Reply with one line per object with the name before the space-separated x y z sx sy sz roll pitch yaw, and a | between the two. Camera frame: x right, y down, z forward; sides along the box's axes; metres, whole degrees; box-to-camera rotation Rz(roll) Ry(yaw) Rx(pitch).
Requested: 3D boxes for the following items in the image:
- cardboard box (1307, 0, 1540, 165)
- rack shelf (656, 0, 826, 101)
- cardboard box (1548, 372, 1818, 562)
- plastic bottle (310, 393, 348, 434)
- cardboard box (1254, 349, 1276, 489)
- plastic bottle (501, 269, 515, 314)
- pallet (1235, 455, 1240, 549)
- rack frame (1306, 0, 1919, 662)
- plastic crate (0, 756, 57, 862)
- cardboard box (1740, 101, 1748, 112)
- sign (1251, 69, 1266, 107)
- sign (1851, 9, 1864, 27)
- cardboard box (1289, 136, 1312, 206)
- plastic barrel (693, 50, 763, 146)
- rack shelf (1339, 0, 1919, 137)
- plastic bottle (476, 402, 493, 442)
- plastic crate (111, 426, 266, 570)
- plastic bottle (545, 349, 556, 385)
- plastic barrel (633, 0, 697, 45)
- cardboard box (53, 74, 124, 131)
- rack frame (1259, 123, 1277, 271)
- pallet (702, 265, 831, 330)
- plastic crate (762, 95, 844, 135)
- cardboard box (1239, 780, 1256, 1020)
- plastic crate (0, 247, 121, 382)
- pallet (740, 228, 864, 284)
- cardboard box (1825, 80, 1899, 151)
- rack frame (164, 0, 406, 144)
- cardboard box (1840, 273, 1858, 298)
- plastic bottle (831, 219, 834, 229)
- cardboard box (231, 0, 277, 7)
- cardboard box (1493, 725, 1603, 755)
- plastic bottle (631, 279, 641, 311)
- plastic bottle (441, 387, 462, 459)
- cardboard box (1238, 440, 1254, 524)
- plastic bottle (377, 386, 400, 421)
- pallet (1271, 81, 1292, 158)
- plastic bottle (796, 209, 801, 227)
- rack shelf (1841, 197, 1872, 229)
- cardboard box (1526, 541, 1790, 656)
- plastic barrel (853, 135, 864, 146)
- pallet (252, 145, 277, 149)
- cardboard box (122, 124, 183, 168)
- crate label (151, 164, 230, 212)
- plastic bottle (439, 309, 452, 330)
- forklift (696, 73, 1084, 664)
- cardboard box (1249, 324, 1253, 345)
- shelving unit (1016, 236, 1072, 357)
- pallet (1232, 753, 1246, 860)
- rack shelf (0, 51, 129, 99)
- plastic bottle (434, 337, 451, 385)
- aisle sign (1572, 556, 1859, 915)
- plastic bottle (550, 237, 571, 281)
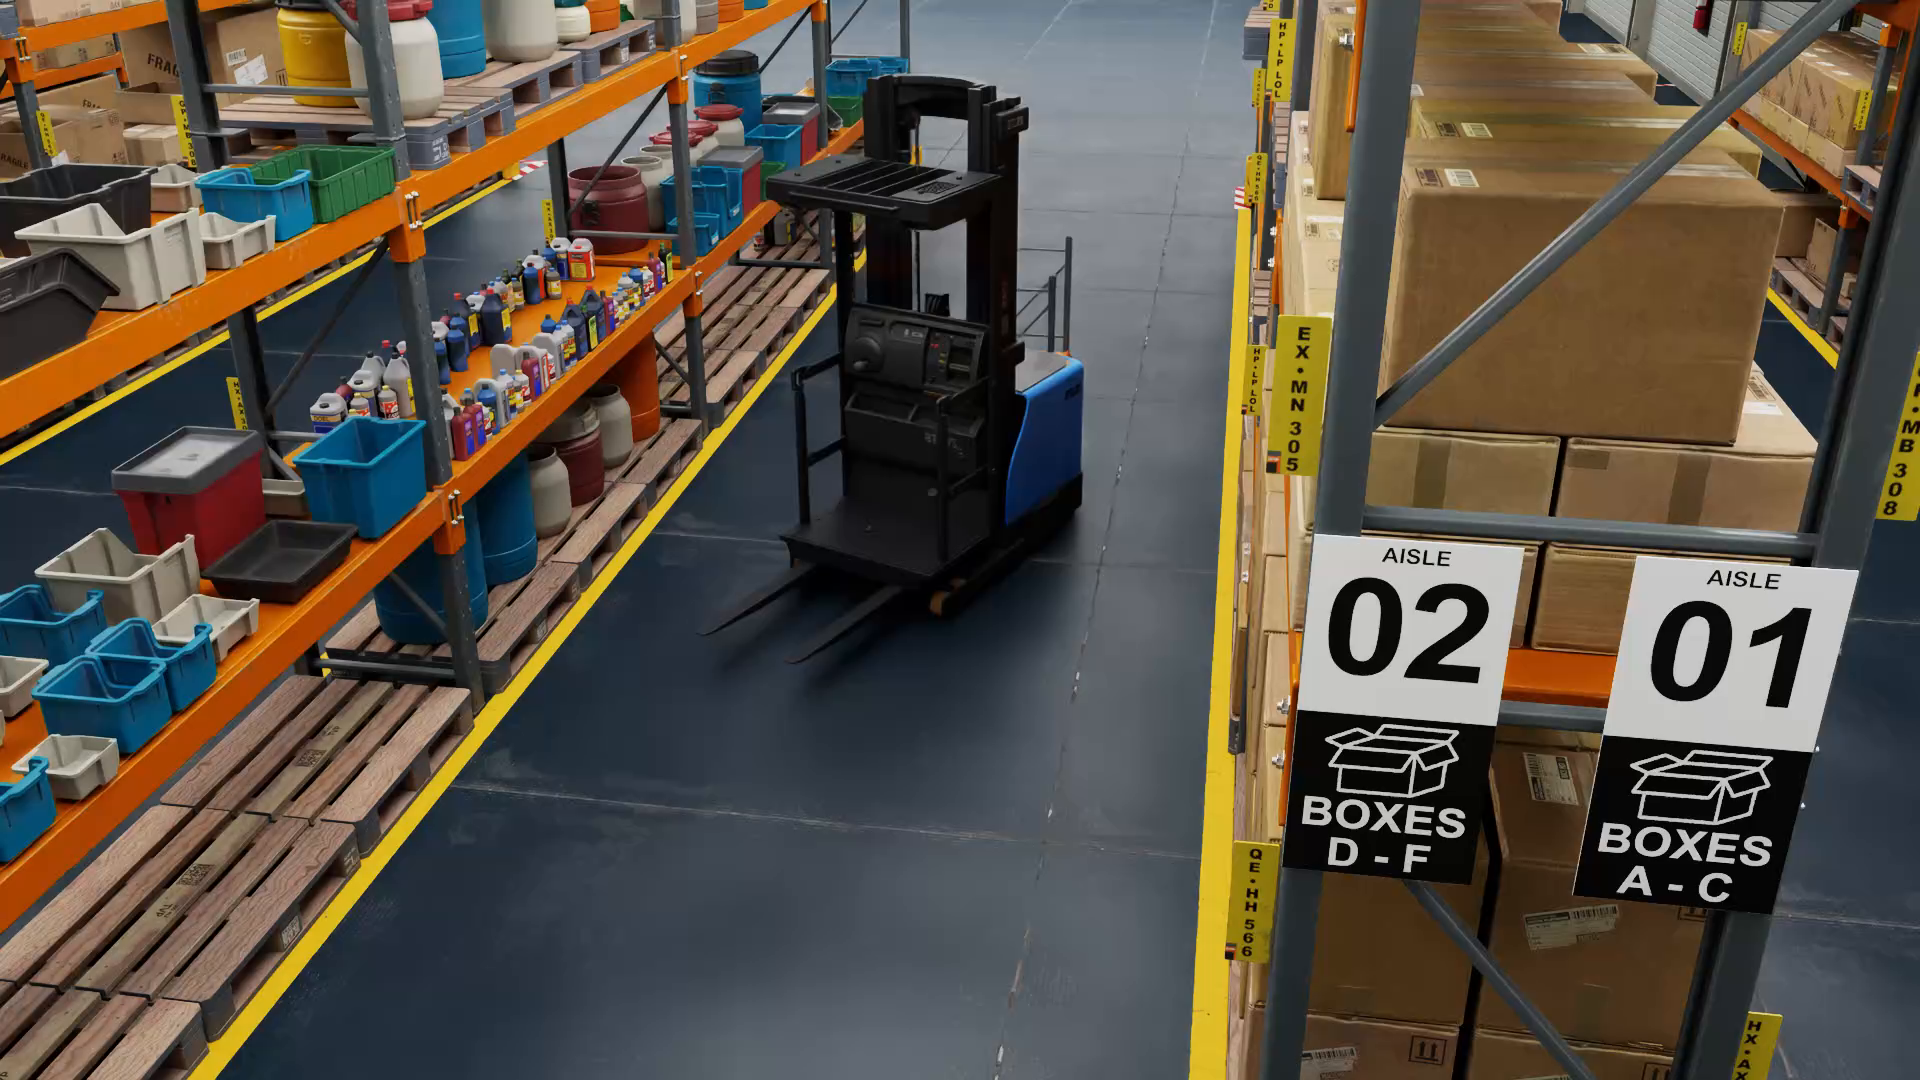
cardboard box | 1.589 -1.595 5.783 0.700 0.500 0.500 4 25 9
rack shelf | -2.053 -4.030 13.132 1.077 0.370 4.000 4 25 9
cardboard box | 1.539 -0.184 3.654 0.500 0.250 0.500 4 25 9
plastic bottle | -3.288 -0.619 8.681 0.152 0.276 0.135 4 25 9
cardboard box | 1.498 -0.464 6.905 0.500 0.500 0.500 5 25 10
plastic bottle | -2.950 -1.607 10.782 0.061 0.283 0.133 4 25 9
pallet | 2.347 -0.244 11.022 1.003 0.211 1.213 4 25 9
rack frame | 1.199 -1.187 2.672 1.000 3.000 0.127 4 25 9
plastic crate | -3.215 0.878 5.463 0.416 0.233 0.300 4 25 9
cardboard box | 8.308 -4.580 17.149 0.500 0.250 0.500 3 25 7
sign | 2.612 -3.955 14.546 0.100 0.325 0.005 4 25 9
sign | 9.245 -5.441 17.098 0.100 0.325 0.005 4 25 9
cardboard box | 1.448 -1.265 5.963 0.500 0.250 0.500 4 25 9
plastic barrel | -2.088 -3.920 14.996 0.600 0.901 0.708 4 25 9
rack shelf | 1.525 -1.697 4.612 1.077 0.370 4.000 4 25 9
plastic bottle | -2.530 -0.627 8.786 0.097 0.201 0.097 0 25 0
plastic crate | -3.427 -0.188 7.467 0.402 0.464 0.583 4 25 9
plastic bottle | -2.385 -0.999 9.581 0.097 0.201 0.097 0 25 0
plastic barrel | -2.027 -3.679 11.401 0.421 0.512 0.421 0 25 0
cardboard box | -10.881 -5.176 20.280 0.875 0.875 0.875 4 25 9
rack frame | 2.506 -1.816 11.092 1.000 3.000 0.127 4 25 9
pallet | -1.816 -2.240 15.286 1.003 0.211 1.213 4 25 9
plastic crate | -1.515 -4.016 15.865 0.767 0.338 0.504 4 25 9
cardboard box | 1.085 1.061 4.827 0.500 0.500 0.500 4 25 9
plastic crate | -3.167 -0.765 5.382 0.504 0.338 0.767 4 25 9
pallet | -1.576 -2.849 16.588 1.003 0.211 1.213 4 25 9
cardboard box | 7.820 -3.647 14.273 0.500 0.500 0.500 4 25 8
rack frame | -3.034 -3.205 6.983 1.000 3.000 0.127 4 25 9
cardboard box | 8.105 -2.289 14.926 0.380 0.166 0.250 1 25 2
plastic bottle | -1.216 -3.040 16.399 0.152 0.276 0.135 5 26 10
cardboard box | -6.811 -5.017 16.282 0.500 0.500 0.500 4 25 9
cardboard box | 1.609 0.645 4.536 0.500 0.500 0.500 4 25 9
plastic bottle | -2.148 -1.607 10.878 0.097 0.201 0.097 0 25 0
plastic bottle | -2.650 -0.607 8.567 0.144 0.351 0.185 4 25 9
cardboard box | 1.983 -0.284 10.248 0.500 0.500 0.500 4 25 8
plastic bottle | -3.103 -0.737 9.021 0.097 0.201 0.097 0 25 0
pallet | 2.195 -2.119 8.421 1.213 0.211 1.003 4 25 9
plastic bottle | -1.686 -3.368 17.093 0.061 0.283 0.133 4 25 9
rack shelf | 7.721 -1.985 12.302 1.077 0.370 4.000 4 25 9
cardboard box | 1.533 0.042 3.761 0.500 0.250 0.500 4 25 9
plastic barrel | -1.105 -4.290 18.816 0.421 0.512 0.421 0 25 0
pallet | -6.881 -3.781 15.515 1.003 0.211 1.213 4 25 9
cardboard box | -6.766 -3.311 13.968 0.500 0.250 0.500 3 25 7
crate label | -3.399 -1.543 7.280 0.293 0.136 0.466 4 25 9
plastic bottle | -3.094 -1.239 9.997 0.061 0.283 0.133 4 25 9
forklift | -0.382 -1.091 9.623 1.130 2.935 3.031 14 29 28
cardboard box | 2.427 -1.469 12.437 0.500 0.311 0.500 4 25 8
shelving unit | 0.465 -1.278 11.711 0.587 1.500 1.083 4 25 9
pallet | 1.739 1.407 7.496 1.003 0.211 1.213 4 25 9
rack shelf | -11.163 -5.074 18.900 1.077 0.370 4.000 4 25 9
plastic bottle | -2.998 -1.036 9.577 0.097 0.271 0.097 0 25 0
aisle sign | 1.477 0.401 3.288 0.394 0.787 0.004 4 25 9
plastic bottle | -2.770 -1.946 11.516 0.152 0.276 0.135 4 25 9
